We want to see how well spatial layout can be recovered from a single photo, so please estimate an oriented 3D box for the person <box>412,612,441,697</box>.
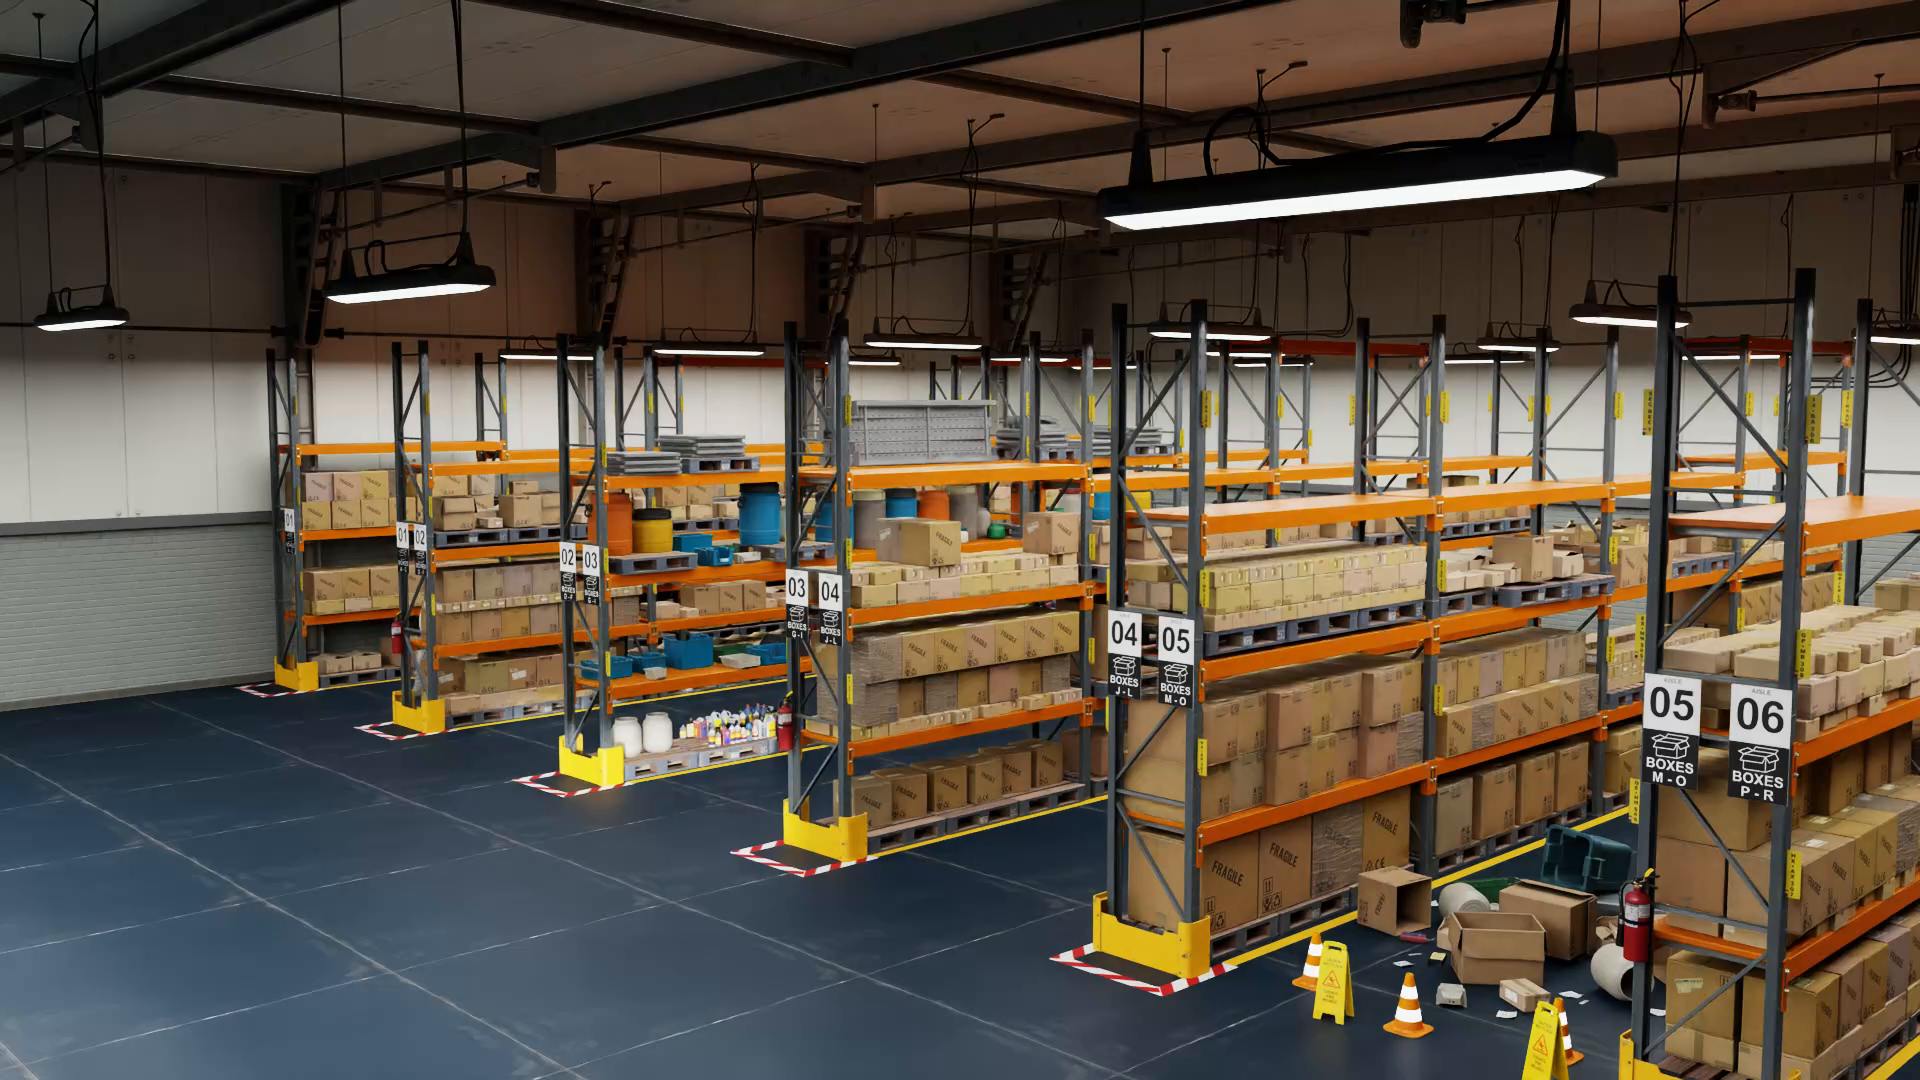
[{"bbox_3d":[-9.108,1.795,28.613,0.576,1.733,0.944,1,5,9],"label":"person"}]
